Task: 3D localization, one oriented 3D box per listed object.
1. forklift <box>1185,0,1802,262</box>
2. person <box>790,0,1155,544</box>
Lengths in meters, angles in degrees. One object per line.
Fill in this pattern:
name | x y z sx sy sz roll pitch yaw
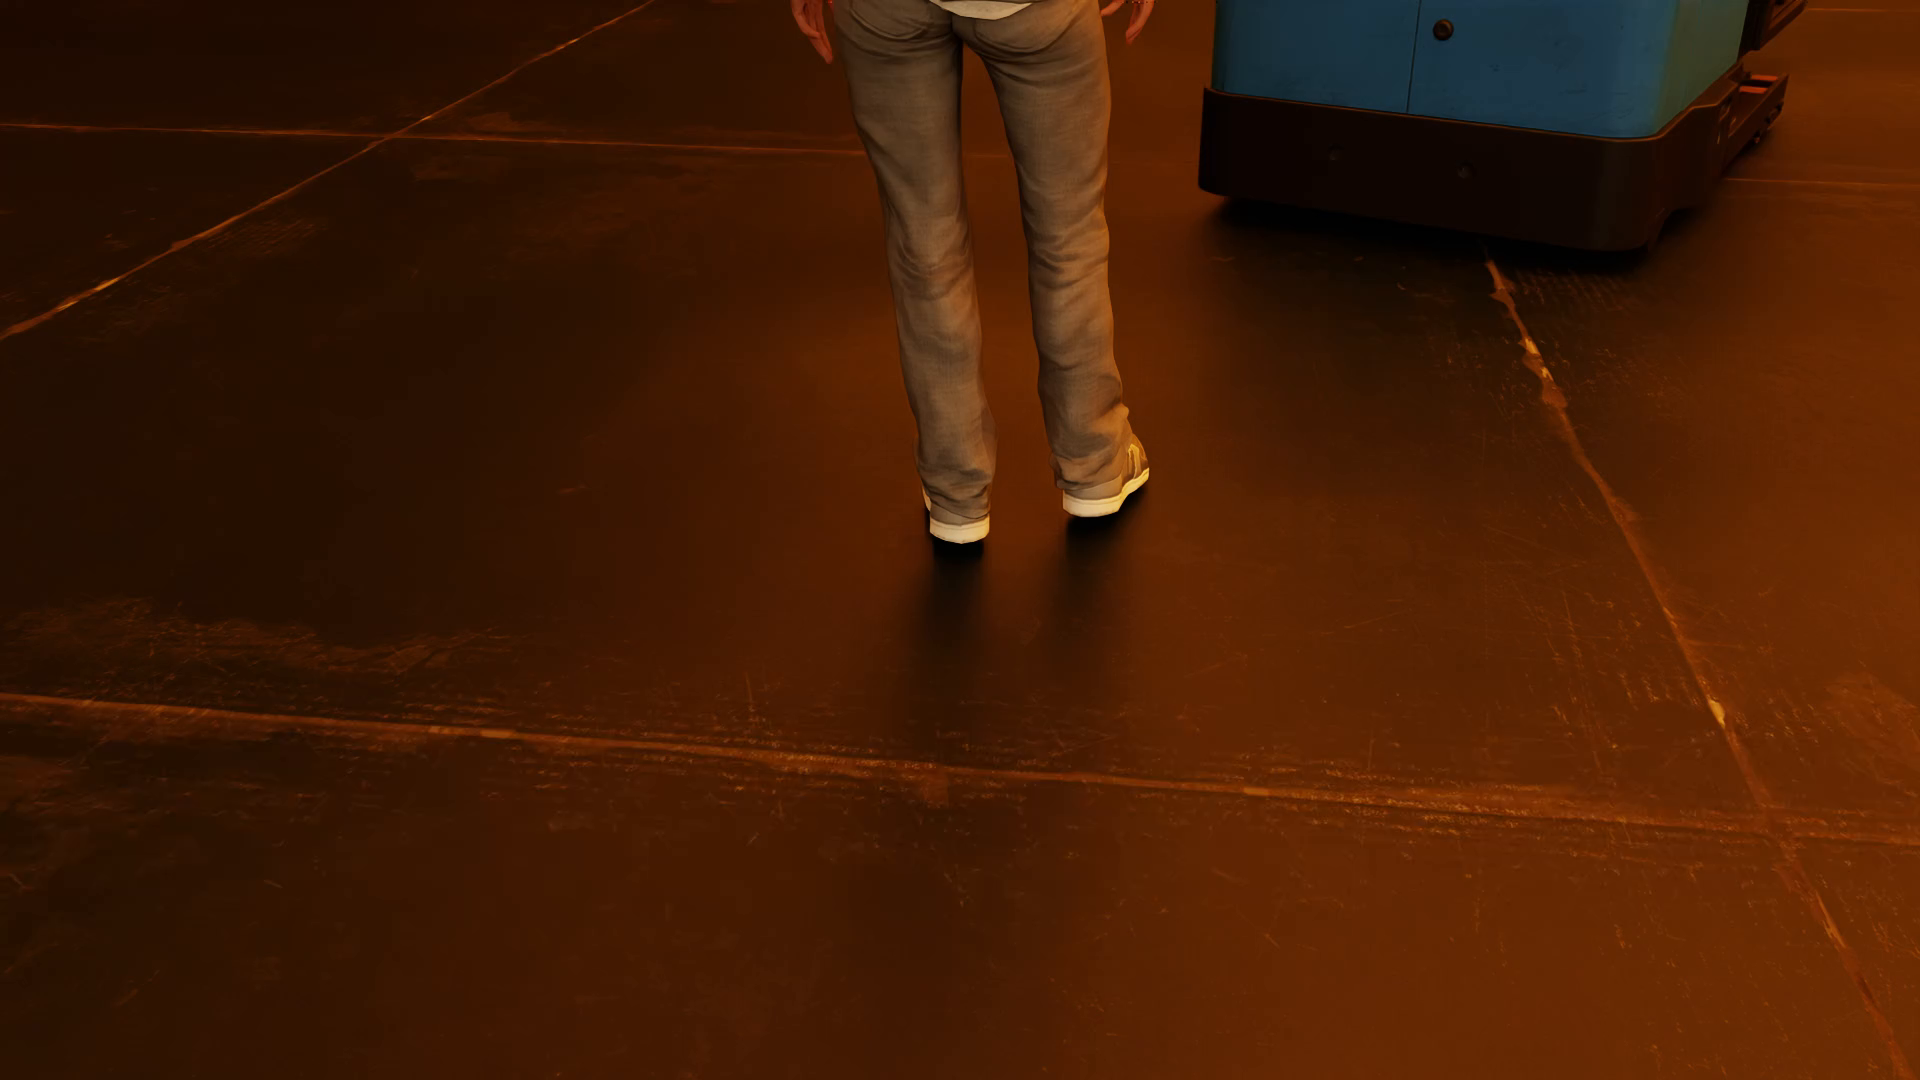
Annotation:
forklift | 1.753 -2.518 4.265 1.130 2.935 3.031 16 30 28
person | 0.024 -0.754 2.205 0.520 1.599 0.472 3 27 7
